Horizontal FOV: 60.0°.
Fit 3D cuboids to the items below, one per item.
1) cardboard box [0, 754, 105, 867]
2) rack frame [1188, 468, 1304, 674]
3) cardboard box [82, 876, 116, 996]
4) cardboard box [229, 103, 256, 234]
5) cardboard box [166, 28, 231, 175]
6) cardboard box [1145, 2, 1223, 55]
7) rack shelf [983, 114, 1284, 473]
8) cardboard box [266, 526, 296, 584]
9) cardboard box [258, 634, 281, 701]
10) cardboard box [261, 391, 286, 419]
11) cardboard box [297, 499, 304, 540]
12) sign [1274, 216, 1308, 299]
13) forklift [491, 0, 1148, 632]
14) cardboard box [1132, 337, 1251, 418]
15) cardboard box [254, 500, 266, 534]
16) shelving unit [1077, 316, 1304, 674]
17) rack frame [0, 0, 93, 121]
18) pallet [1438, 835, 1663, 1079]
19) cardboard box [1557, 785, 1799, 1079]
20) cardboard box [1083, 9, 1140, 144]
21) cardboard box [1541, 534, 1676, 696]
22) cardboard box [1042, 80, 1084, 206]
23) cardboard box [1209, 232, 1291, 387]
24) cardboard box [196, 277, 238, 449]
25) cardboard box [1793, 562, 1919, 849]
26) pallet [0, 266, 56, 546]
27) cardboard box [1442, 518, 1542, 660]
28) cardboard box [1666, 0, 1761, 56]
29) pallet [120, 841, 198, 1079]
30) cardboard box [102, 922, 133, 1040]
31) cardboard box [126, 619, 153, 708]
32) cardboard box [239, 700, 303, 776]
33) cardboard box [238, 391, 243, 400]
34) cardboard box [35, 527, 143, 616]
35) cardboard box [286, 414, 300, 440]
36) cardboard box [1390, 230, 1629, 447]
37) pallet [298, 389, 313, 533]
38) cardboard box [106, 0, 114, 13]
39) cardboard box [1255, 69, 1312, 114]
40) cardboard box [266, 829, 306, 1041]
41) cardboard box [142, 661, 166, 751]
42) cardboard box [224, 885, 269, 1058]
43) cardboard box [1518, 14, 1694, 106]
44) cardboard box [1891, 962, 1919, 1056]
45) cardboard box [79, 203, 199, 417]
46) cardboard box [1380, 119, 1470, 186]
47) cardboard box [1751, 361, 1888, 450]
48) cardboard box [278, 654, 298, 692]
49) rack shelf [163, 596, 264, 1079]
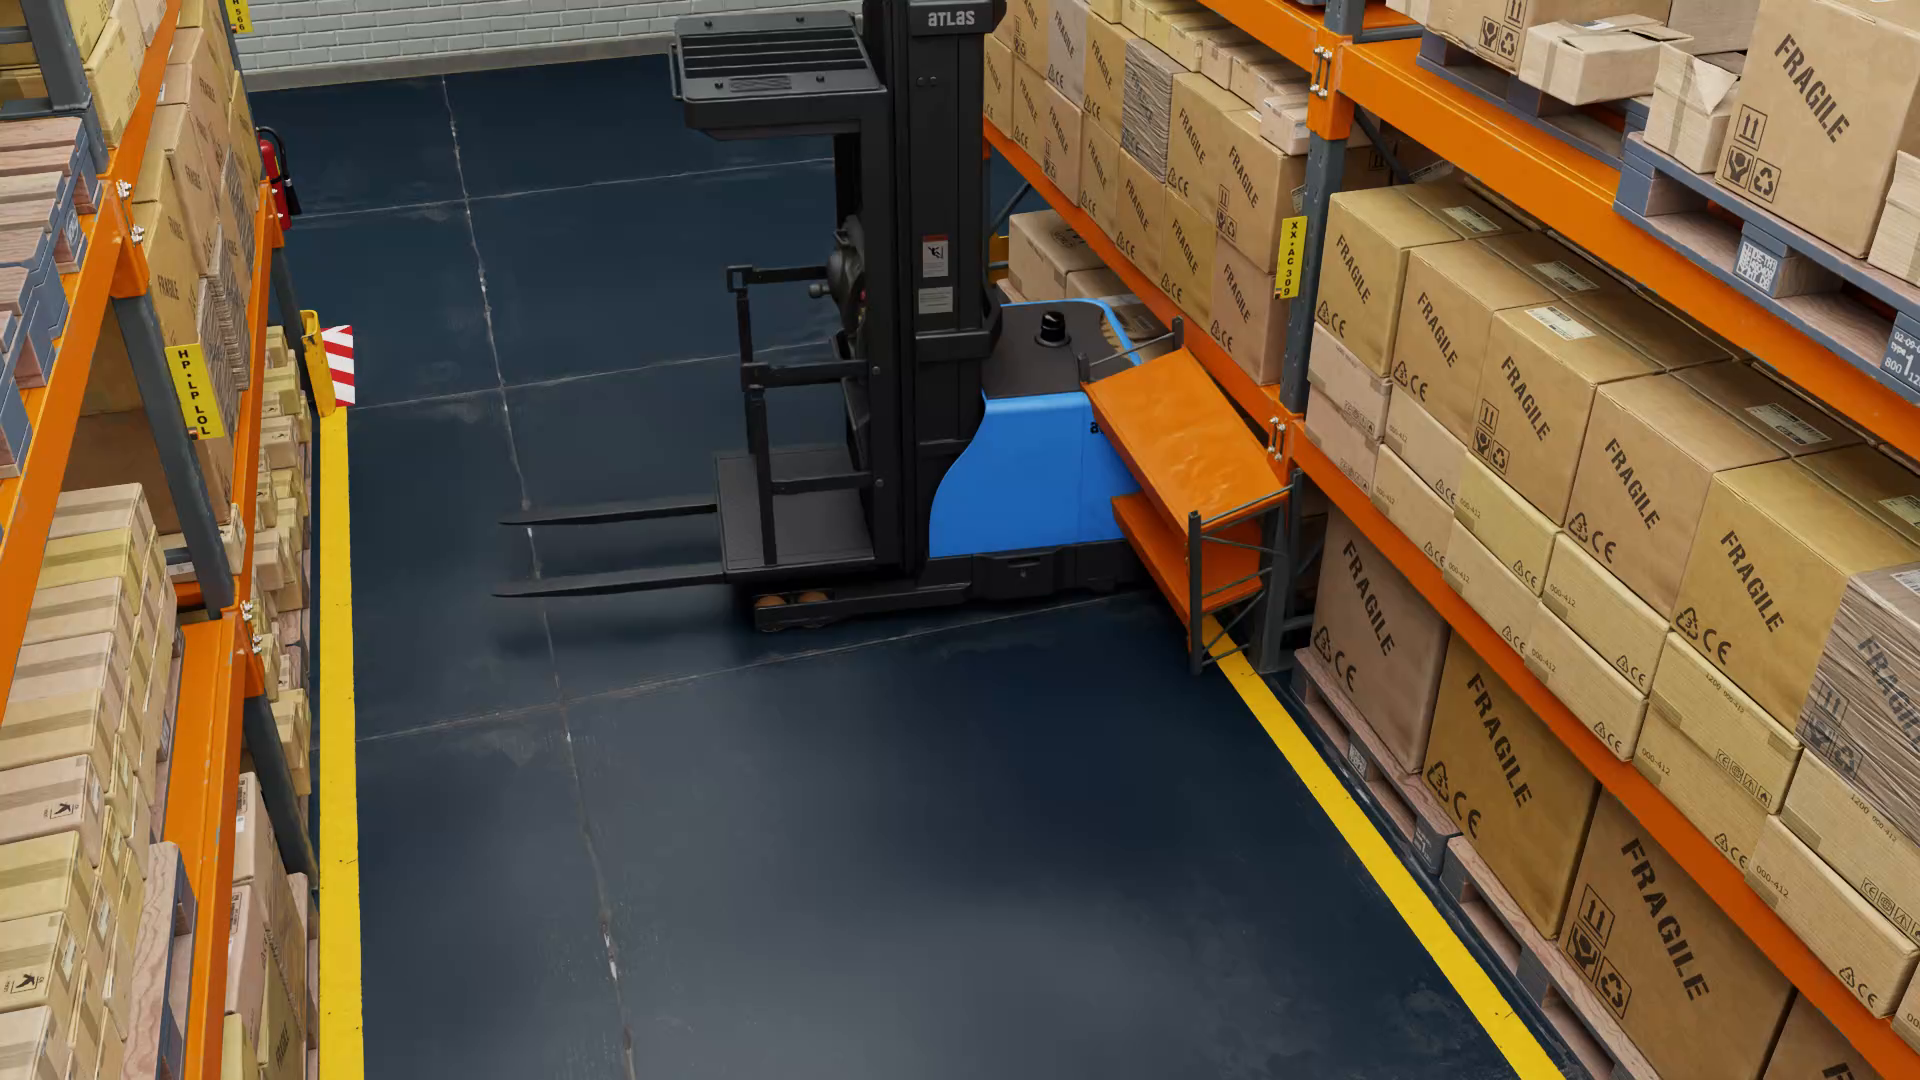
[{"bbox_3d":[-2.201,0.664,3.831,0.380,0.149,0.250,-12,35,-17],"label":"cardboard box"},{"bbox_3d":[1.198,0.169,7.010,0.500,1.125,0.032,-22,51,-10],"label":"rack frame"},{"bbox_3d":[-2.123,0.922,3.711,0.380,0.149,0.250,-9,34,-13],"label":"cardboard box"},{"bbox_3d":[-3.592,-1.681,7.713,0.500,0.500,0.500,-11,35,-16],"label":"cardboard box"},{"bbox_3d":[-3.428,-1.827,7.026,0.500,0.500,0.500,-8,34,-12],"label":"cardboard box"},{"bbox_3d":[1.050,-2.284,7.400,0.380,0.149,0.250,-11,35,-16],"label":"cardboard box"},{"bbox_3d":[1.167,-1.515,8.474,1.077,0.370,4.000,-10,35,-15],"label":"rack shelf"},{"bbox_3d":[-3.141,0.093,7.323,0.380,0.149,0.250,-10,35,-15],"label":"cardboard box"},{"bbox_3d":[-2.842,0.516,6.413,0.380,0.149,0.250,-8,34,-12],"label":"cardboard box"},{"bbox_3d":[-3.483,-0.575,8.065,0.380,0.149,0.250,-11,35,-17],"label":"cardboard box"},{"bbox_3d":[-3.304,-0.055,7.818,0.380,0.149,0.250,-9,35,-14],"label":"cardboard box"},{"bbox_3d":[1.249,-1.065,6.284,0.100,0.325,0.005,-10,35,-15],"label":"sign"},{"bbox_3d":[-0.674,-1.115,7.279,3.031,2.935,1.130,-6,34,-8],"label":"forklift"},{"bbox_3d":[1.414,-0.689,8.515,0.875,0.438,0.875,-11,35,-16],"label":"cardboard box"},{"bbox_3d":[-3.228,-0.018,7.222,0.380,0.149,0.250,-11,35,-17],"label":"cardboard box"},{"bbox_3d":[1.001,-0.177,7.326,0.538,1.125,1.048,-22,51,-10],"label":"shelving unit"},{"bbox_3d":[-2.906,-2.382,3.693,1.000,3.000,0.127,-10,35,-15],"label":"rack frame"},{"bbox_3d":[2.460,1.433,5.891,1.003,0.211,1.213,-10,35,-15],"label":"pallet"},{"bbox_3d":[2.598,1.201,5.258,0.875,0.875,0.875,-10,35,-14],"label":"cardboard box"},{"bbox_3d":[0.914,-2.223,7.896,0.500,0.500,0.500,-10,35,-15],"label":"cardboard box"},{"bbox_3d":[2.113,0.171,4.953,0.500,0.250,0.500,-11,35,-16],"label":"cardboard box"},{"bbox_3d":[0.749,-2.075,8.579,0.500,0.500,0.500,-10,35,-15],"label":"cardboard box"},{"bbox_3d":[1.392,-1.007,6.963,0.500,0.500,0.500,-10,35,-14],"label":"cardboard box"},{"bbox_3d":[-2.975,-0.606,6.086,0.500,0.500,0.500,-10,35,-15],"label":"cardboard box"},{"bbox_3d":[2.426,0.381,3.955,0.500,0.500,0.500,-9,35,-14],"label":"cardboard box"},{"bbox_3d":[-2.500,-0.166,3.231,1.213,0.211,1.003,-10,35,-15],"label":"pallet"},{"bbox_3d":[1.960,0.116,5.489,0.500,0.250,0.500,-10,35,-15],"label":"cardboard box"},{"bbox_3d":[2.246,-1.727,5.122,0.500,0.311,0.500,-10,35,-15],"label":"cardboard box"},{"bbox_3d":[-2.329,1.268,3.784,1.003,0.211,1.213,-10,35,-15],"label":"pallet"},{"bbox_3d":[-2.115,1.049,3.789,0.380,0.149,0.250,-11,35,-16],"label":"cardboard box"},{"bbox_3d":[-2.442,0.371,4.545,0.380,0.149,0.250,-9,34,-13],"label":"cardboard box"},{"bbox_3d":[-2.712,0.767,6.304,0.380,0.149,0.250,-8,34,-13],"label":"cardboard box"},{"bbox_3d":[-3.129,-0.662,6.758,0.380,0.149,0.250,-9,34,-13],"label":"cardboard box"},{"bbox_3d":[-2.515,0.121,4.654,0.380,0.149,0.250,-11,35,-16],"label":"cardboard box"},{"bbox_3d":[-3.533,-0.588,8.354,0.380,0.149,0.250,-11,35,-17],"label":"cardboard box"},{"bbox_3d":[1.819,-0.682,5.564,0.500,0.500,0.500,-10,35,-15],"label":"cardboard box"},{"bbox_3d":[-3.889,-0.344,8.579,1.003,0.211,1.213,-10,35,-15],"label":"pallet"},{"bbox_3d":[-2.972,-1.832,5.264,0.500,0.250,0.500,-10,35,-15],"label":"cardboard box"},{"bbox_3d":[1.403,-1.759,6.606,0.380,0.149,0.250,-9,35,-14],"label":"cardboard box"},{"bbox_3d":[-2.441,1.334,5.396,0.500,0.500,0.500,-11,35,-16],"label":"cardboard box"},{"bbox_3d":[-2.443,0.493,4.630,0.380,0.149,0.250,-10,35,-15],"label":"cardboard box"},{"bbox_3d":[-2.294,1.296,4.774,0.500,0.250,0.500,-8,34,-12],"label":"cardboard box"},{"bbox_3d":[1.830,-1.371,4.714,0.380,0.166,0.250,-12,35,-18],"label":"cardboard box"},{"bbox_3d":[2.596,1.176,3.886,0.500,0.250,0.500,-11,35,-16],"label":"cardboard box"},{"bbox_3d":[-2.812,-0.740,5.382,0.500,0.500,0.500,-9,35,-14],"label":"cardboard box"},{"bbox_3d":[1.862,-1.515,6.823,0.500,0.500,0.500,-10,35,-14],"label":"cardboard box"},{"bbox_3d":[2.625,-0.222,4.868,0.500,0.500,0.500,-9,35,-14],"label":"cardboard box"},{"bbox_3d":[-2.918,0.628,6.784,0.380,0.149,0.250,-10,35,-15],"label":"cardboard box"},{"bbox_3d":[-2.296,1.471,3.956,1.077,0.370,4.000,-10,35,-15],"label":"rack shelf"}]
